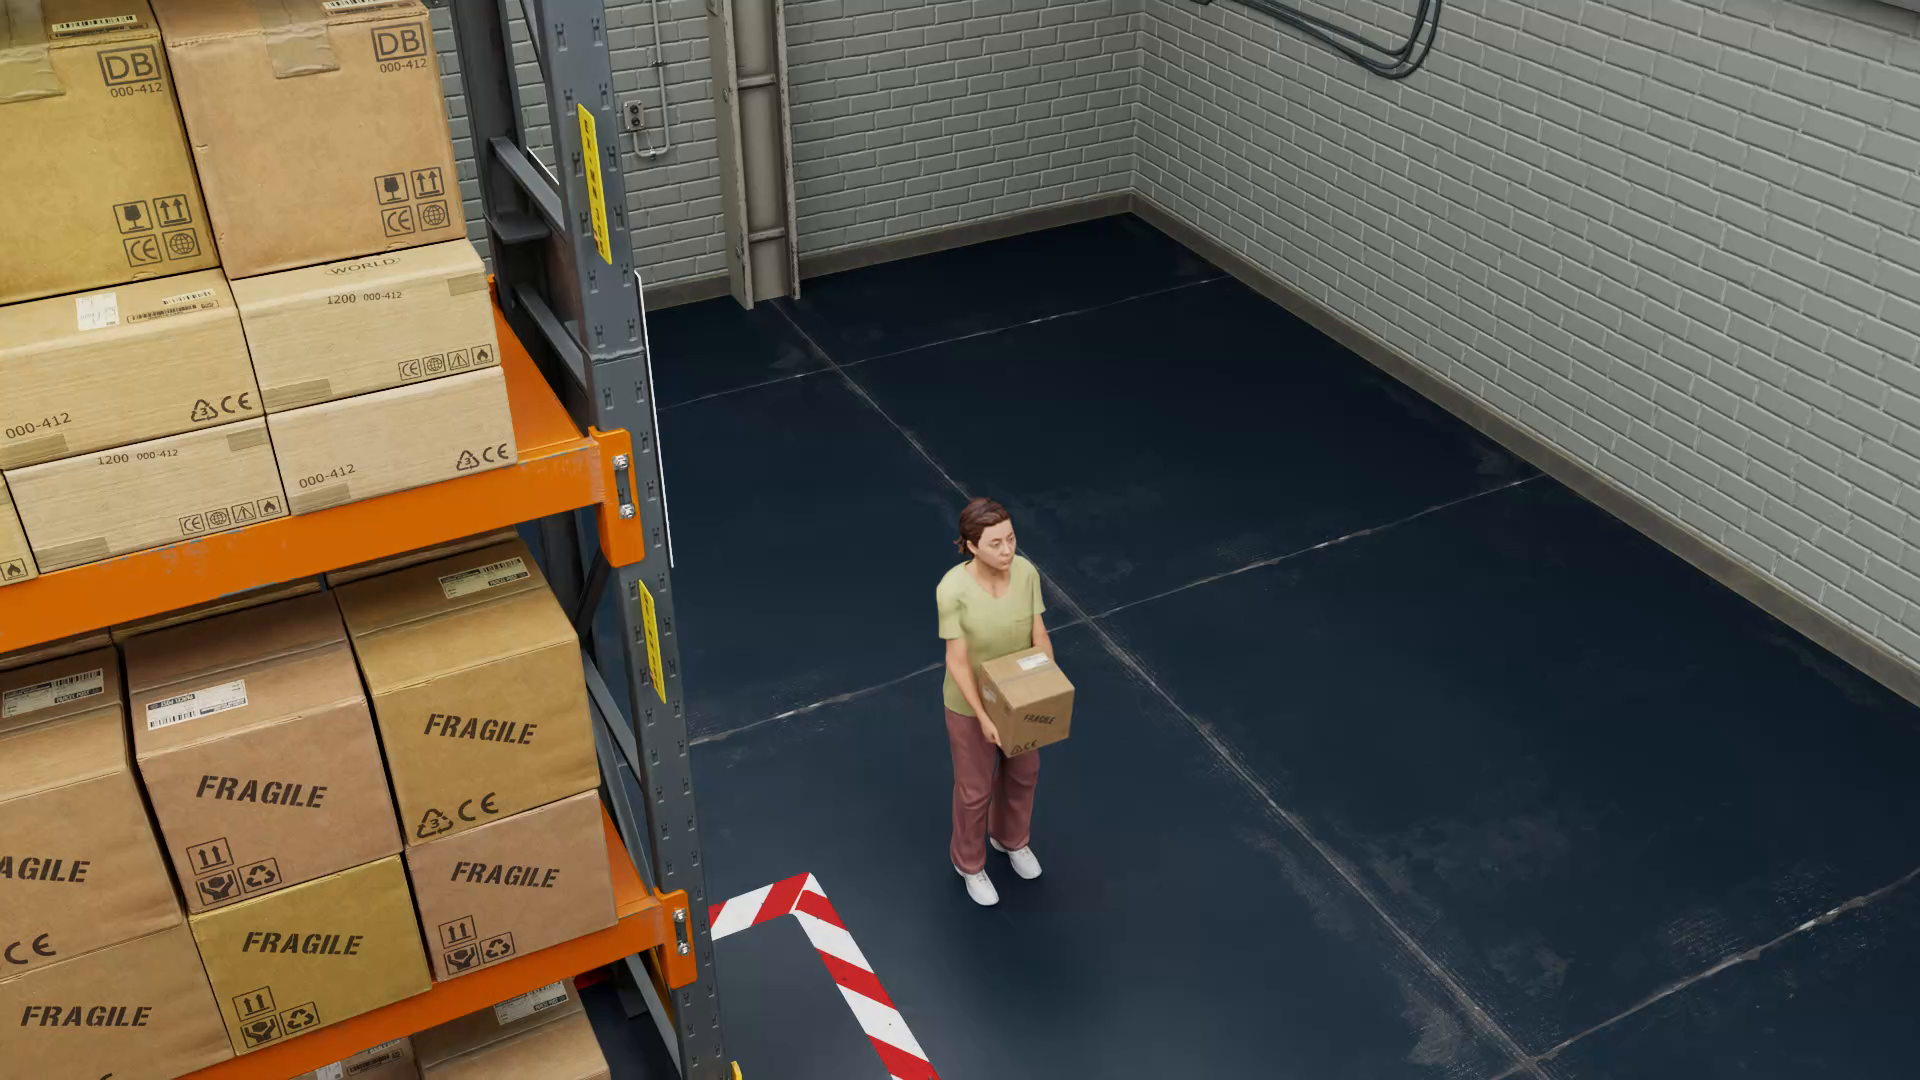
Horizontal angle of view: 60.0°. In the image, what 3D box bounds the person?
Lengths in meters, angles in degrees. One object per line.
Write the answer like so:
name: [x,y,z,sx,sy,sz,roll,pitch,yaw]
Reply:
person: [0.143,0.629,6.190,0.426,1.665,0.549,-15,36,-22]
